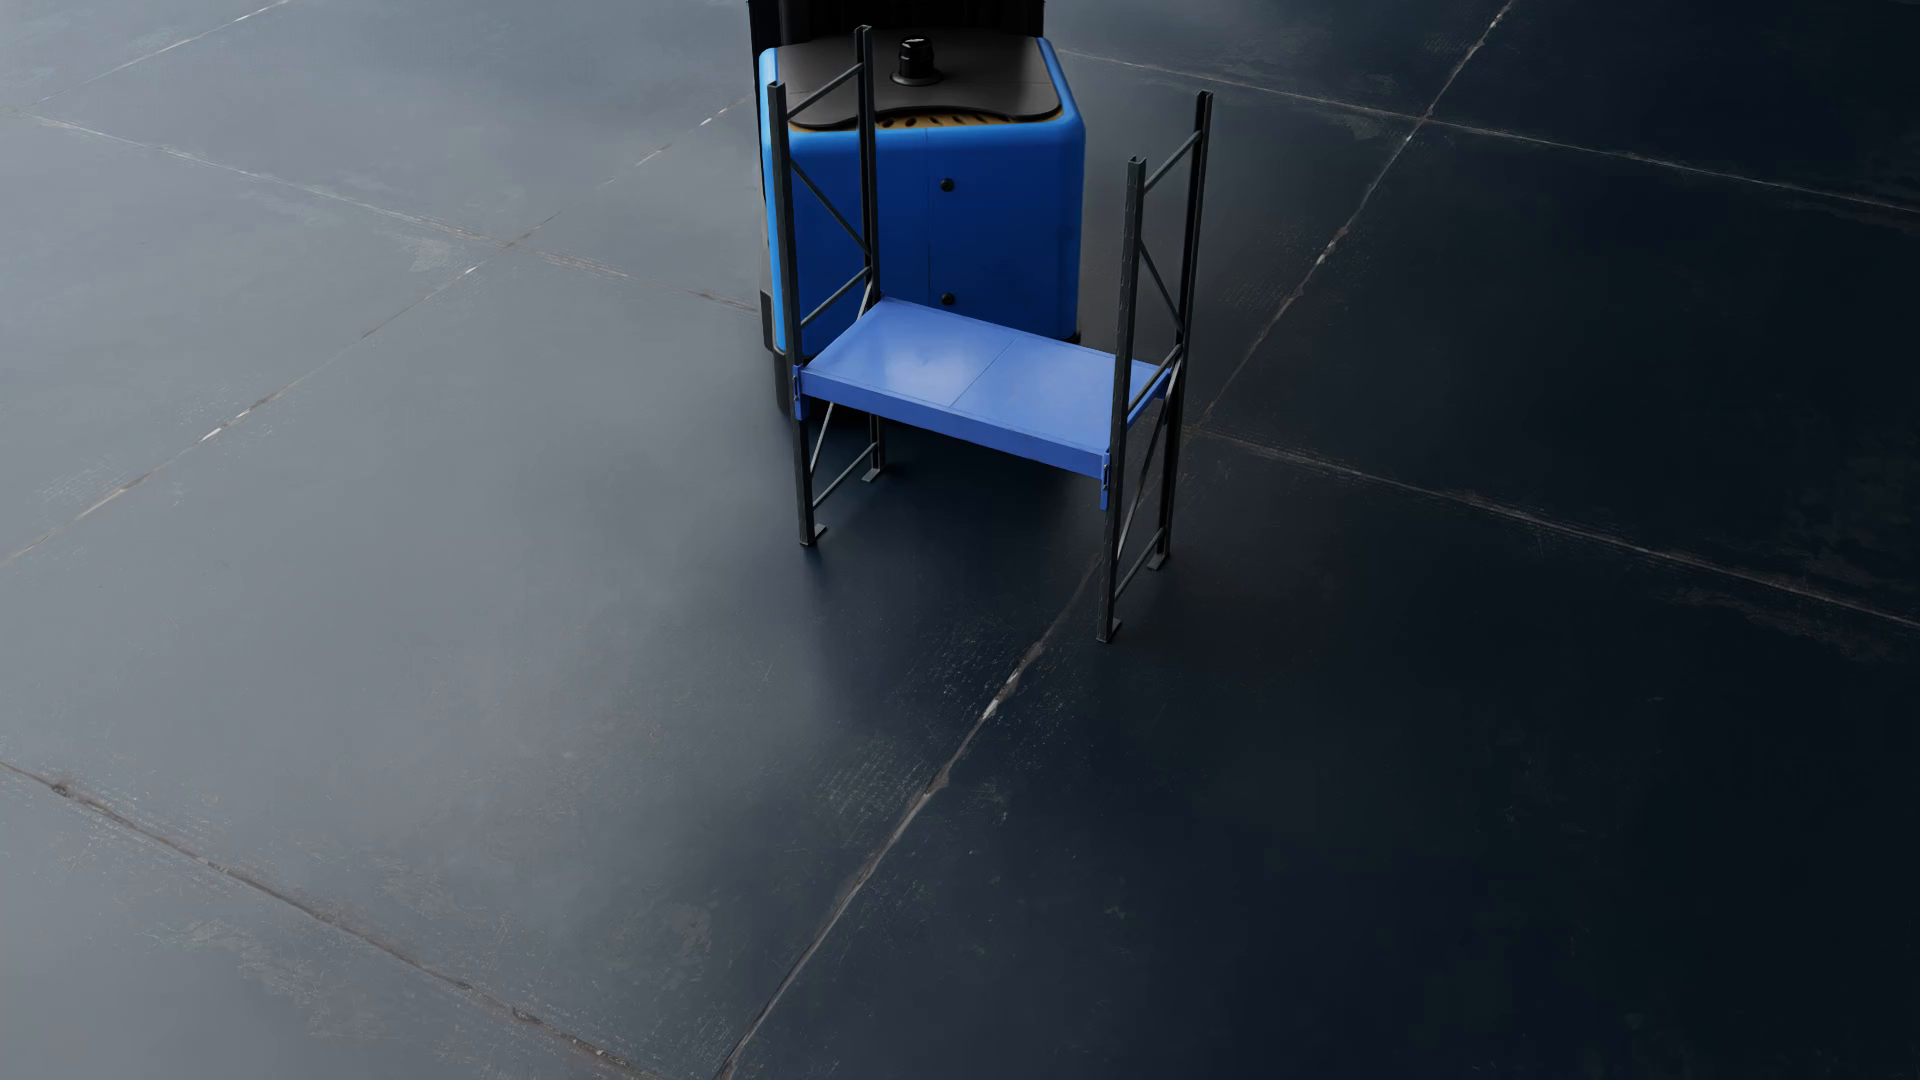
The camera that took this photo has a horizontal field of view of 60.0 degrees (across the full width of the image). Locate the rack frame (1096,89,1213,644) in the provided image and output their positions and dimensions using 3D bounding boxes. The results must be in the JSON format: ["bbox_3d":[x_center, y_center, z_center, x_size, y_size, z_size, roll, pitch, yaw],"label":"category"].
[{"bbox_3d":[0.527,-0.432,4.579,0.032,1.500,0.500,17,41,21],"label":"rack frame"}]

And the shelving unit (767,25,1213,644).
[{"bbox_3d":[0.076,-0.574,4.765,1.048,1.500,0.538,17,41,21],"label":"shelving unit"}]

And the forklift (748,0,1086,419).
[{"bbox_3d":[-0.261,-2.461,6.068,1.130,2.935,3.031,-4,37,-5],"label":"forklift"}]

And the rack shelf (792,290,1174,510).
[{"bbox_3d":[0.076,-0.430,4.874,1.000,0.185,0.538,17,41,21],"label":"rack shelf"}]

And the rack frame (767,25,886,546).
[{"bbox_3d":[-0.376,-0.715,4.952,0.032,1.500,0.500,17,41,21],"label":"rack frame"}]
